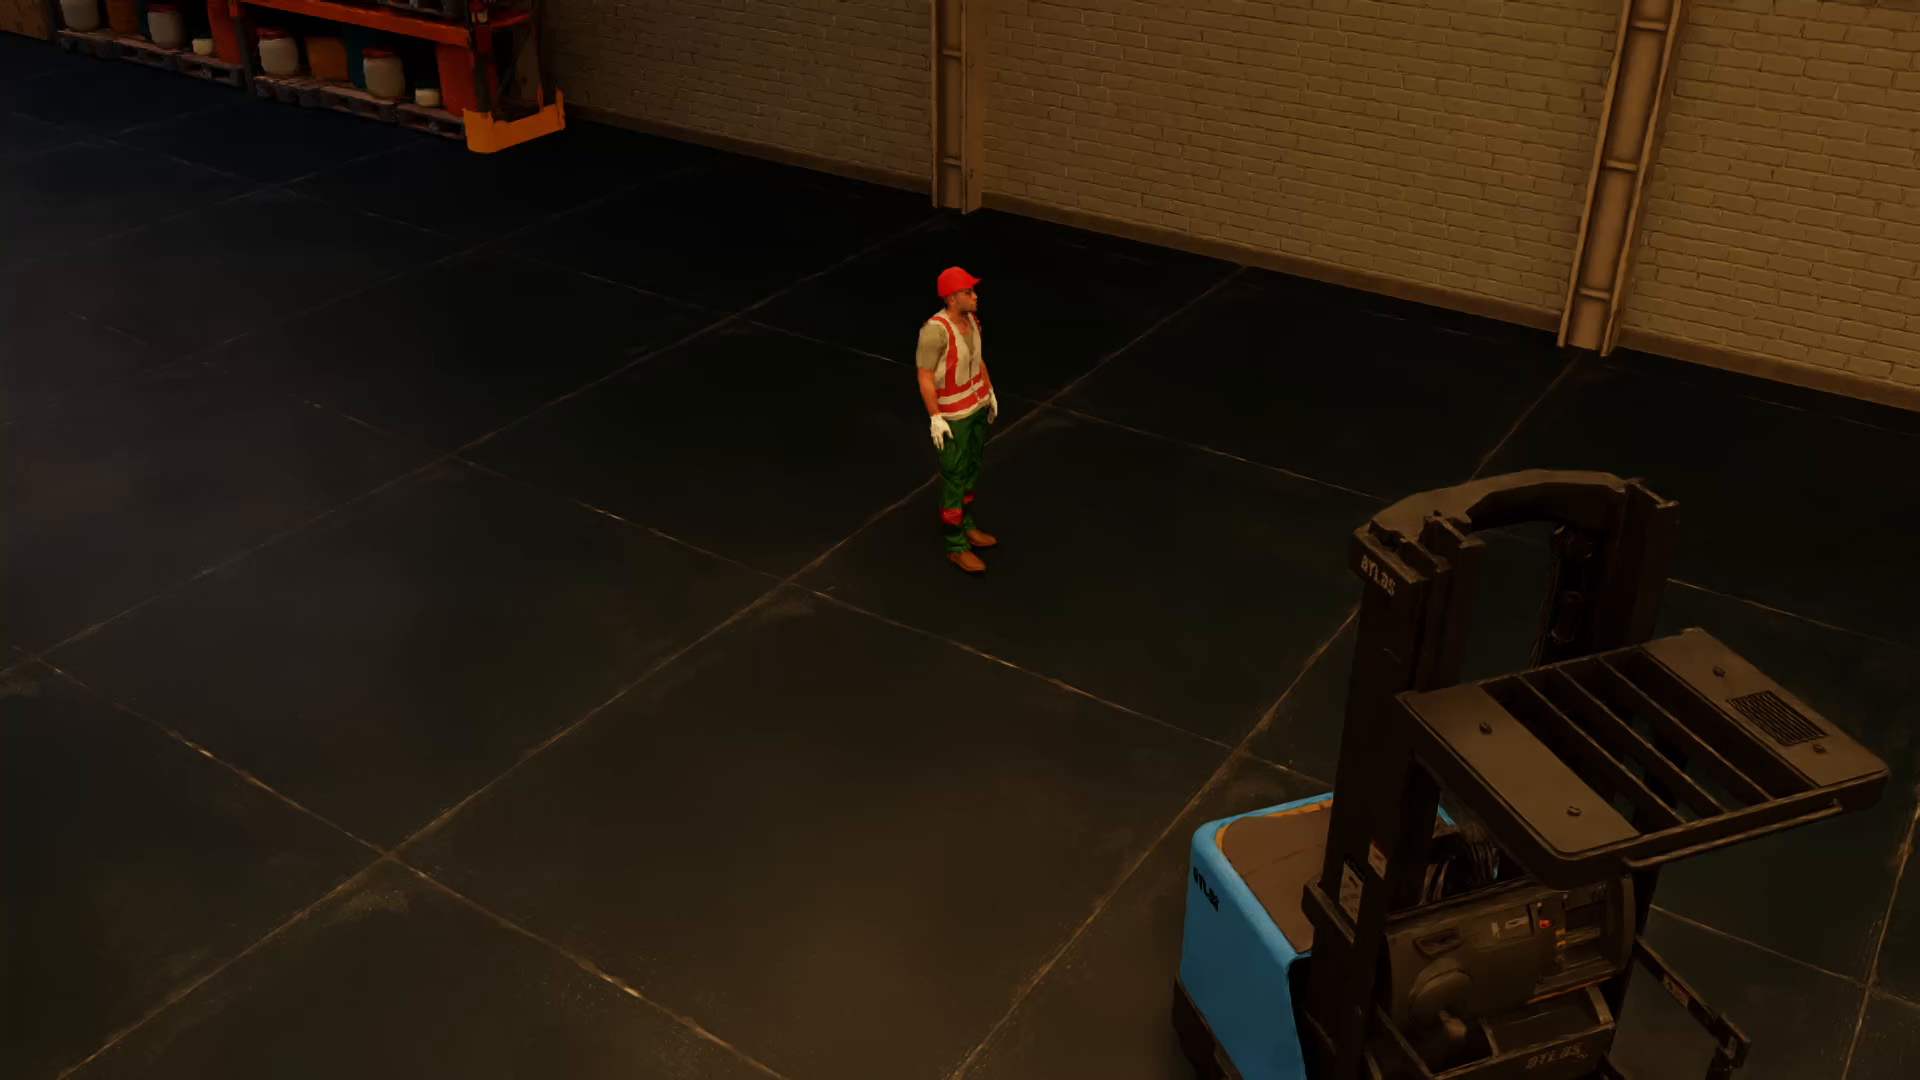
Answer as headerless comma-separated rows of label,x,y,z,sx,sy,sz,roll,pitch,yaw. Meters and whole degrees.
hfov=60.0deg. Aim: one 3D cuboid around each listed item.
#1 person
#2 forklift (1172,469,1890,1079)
person,0.060,-0.752,10.000,0.563,1.787,0.637,19,35,29
forklift,1.858,1.383,5.200,1.130,2.935,3.031,-10,32,-17
